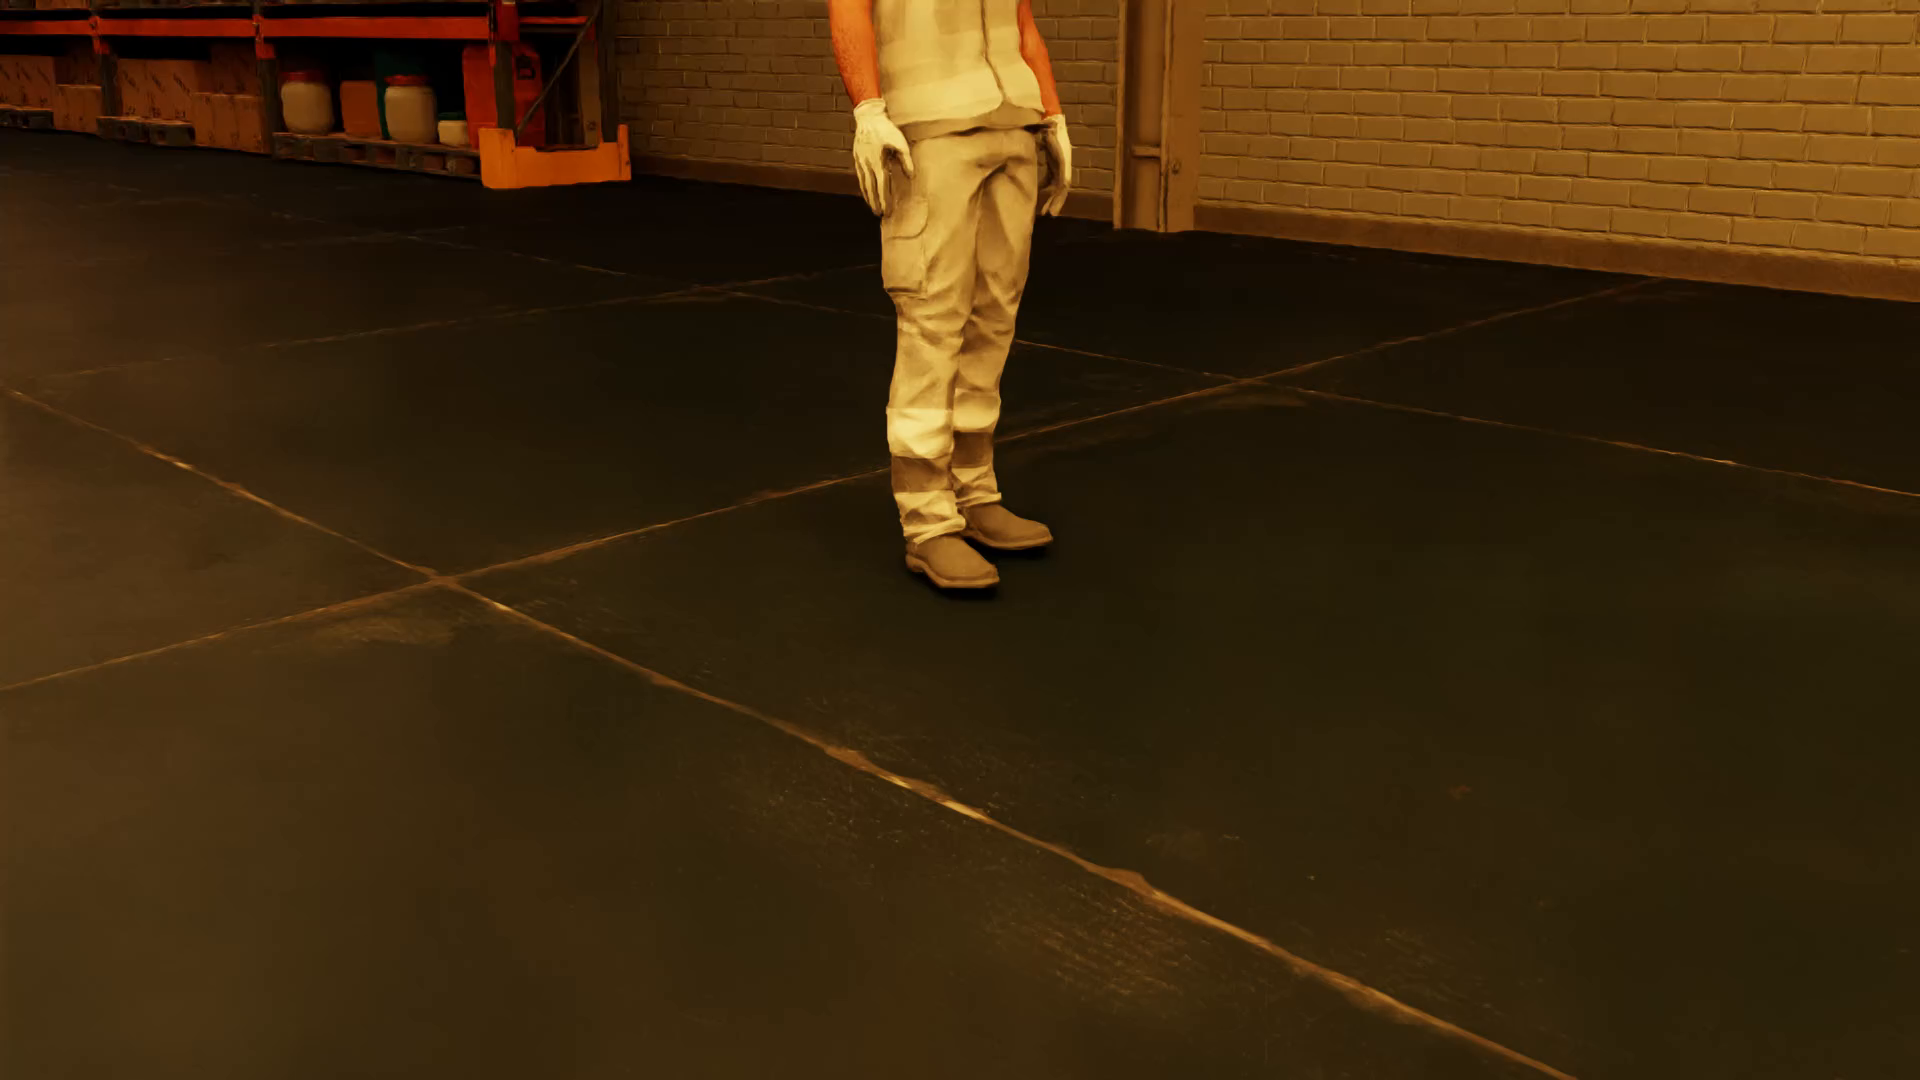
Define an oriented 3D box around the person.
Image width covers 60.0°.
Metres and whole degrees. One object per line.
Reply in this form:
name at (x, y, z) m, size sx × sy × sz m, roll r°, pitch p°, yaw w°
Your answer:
person at (0.049, -0.842, 3.568) m, size 0.563 × 1.787 × 0.637 m, roll 16°, pitch 23°, yaw 42°
